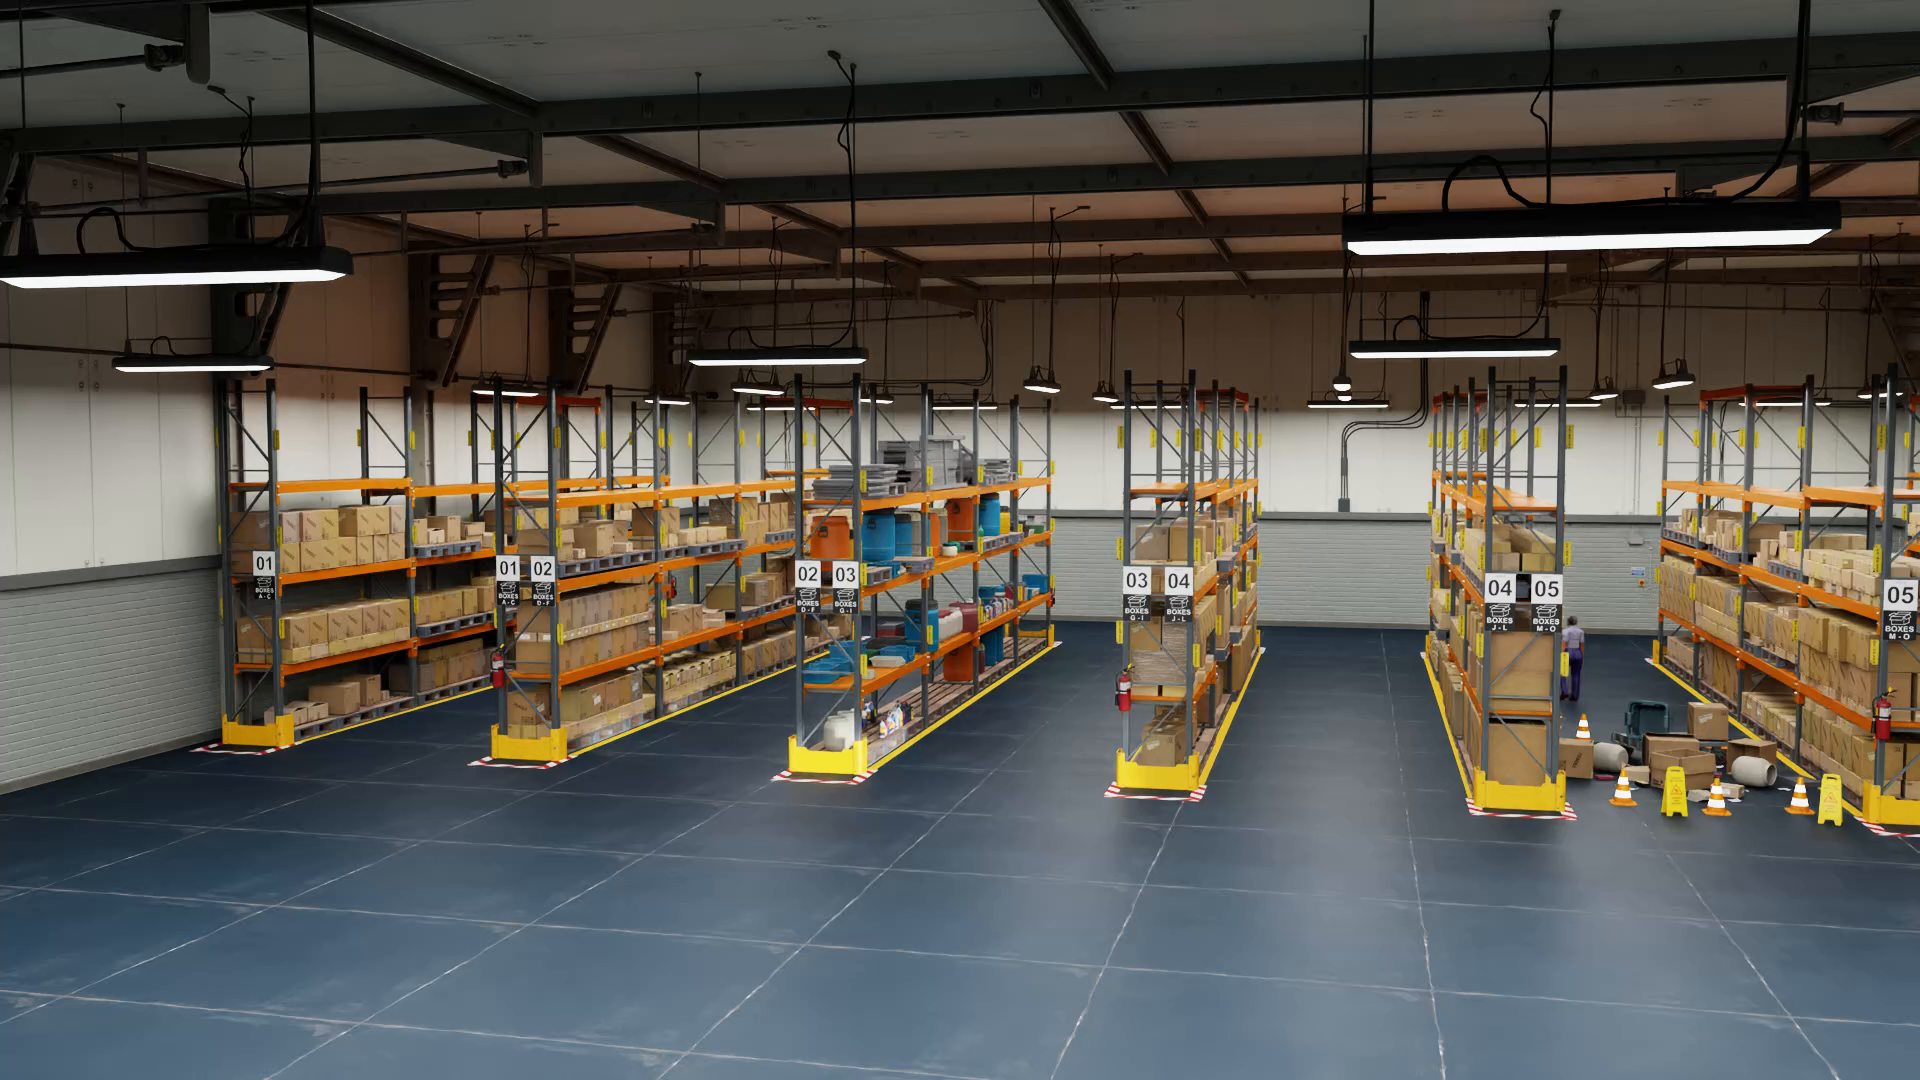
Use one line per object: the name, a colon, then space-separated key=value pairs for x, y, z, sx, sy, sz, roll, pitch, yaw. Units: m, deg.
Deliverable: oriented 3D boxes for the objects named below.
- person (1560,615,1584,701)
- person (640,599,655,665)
person: x=11.730 y=2.276 z=31.932 sx=0.521 sy=1.673 sz=0.395 roll=-1 pitch=3 yaw=-9
person: x=-6.732 y=2.038 z=35.847 sx=0.540 sy=1.659 sz=0.555 roll=1 pitch=3 yaw=11
